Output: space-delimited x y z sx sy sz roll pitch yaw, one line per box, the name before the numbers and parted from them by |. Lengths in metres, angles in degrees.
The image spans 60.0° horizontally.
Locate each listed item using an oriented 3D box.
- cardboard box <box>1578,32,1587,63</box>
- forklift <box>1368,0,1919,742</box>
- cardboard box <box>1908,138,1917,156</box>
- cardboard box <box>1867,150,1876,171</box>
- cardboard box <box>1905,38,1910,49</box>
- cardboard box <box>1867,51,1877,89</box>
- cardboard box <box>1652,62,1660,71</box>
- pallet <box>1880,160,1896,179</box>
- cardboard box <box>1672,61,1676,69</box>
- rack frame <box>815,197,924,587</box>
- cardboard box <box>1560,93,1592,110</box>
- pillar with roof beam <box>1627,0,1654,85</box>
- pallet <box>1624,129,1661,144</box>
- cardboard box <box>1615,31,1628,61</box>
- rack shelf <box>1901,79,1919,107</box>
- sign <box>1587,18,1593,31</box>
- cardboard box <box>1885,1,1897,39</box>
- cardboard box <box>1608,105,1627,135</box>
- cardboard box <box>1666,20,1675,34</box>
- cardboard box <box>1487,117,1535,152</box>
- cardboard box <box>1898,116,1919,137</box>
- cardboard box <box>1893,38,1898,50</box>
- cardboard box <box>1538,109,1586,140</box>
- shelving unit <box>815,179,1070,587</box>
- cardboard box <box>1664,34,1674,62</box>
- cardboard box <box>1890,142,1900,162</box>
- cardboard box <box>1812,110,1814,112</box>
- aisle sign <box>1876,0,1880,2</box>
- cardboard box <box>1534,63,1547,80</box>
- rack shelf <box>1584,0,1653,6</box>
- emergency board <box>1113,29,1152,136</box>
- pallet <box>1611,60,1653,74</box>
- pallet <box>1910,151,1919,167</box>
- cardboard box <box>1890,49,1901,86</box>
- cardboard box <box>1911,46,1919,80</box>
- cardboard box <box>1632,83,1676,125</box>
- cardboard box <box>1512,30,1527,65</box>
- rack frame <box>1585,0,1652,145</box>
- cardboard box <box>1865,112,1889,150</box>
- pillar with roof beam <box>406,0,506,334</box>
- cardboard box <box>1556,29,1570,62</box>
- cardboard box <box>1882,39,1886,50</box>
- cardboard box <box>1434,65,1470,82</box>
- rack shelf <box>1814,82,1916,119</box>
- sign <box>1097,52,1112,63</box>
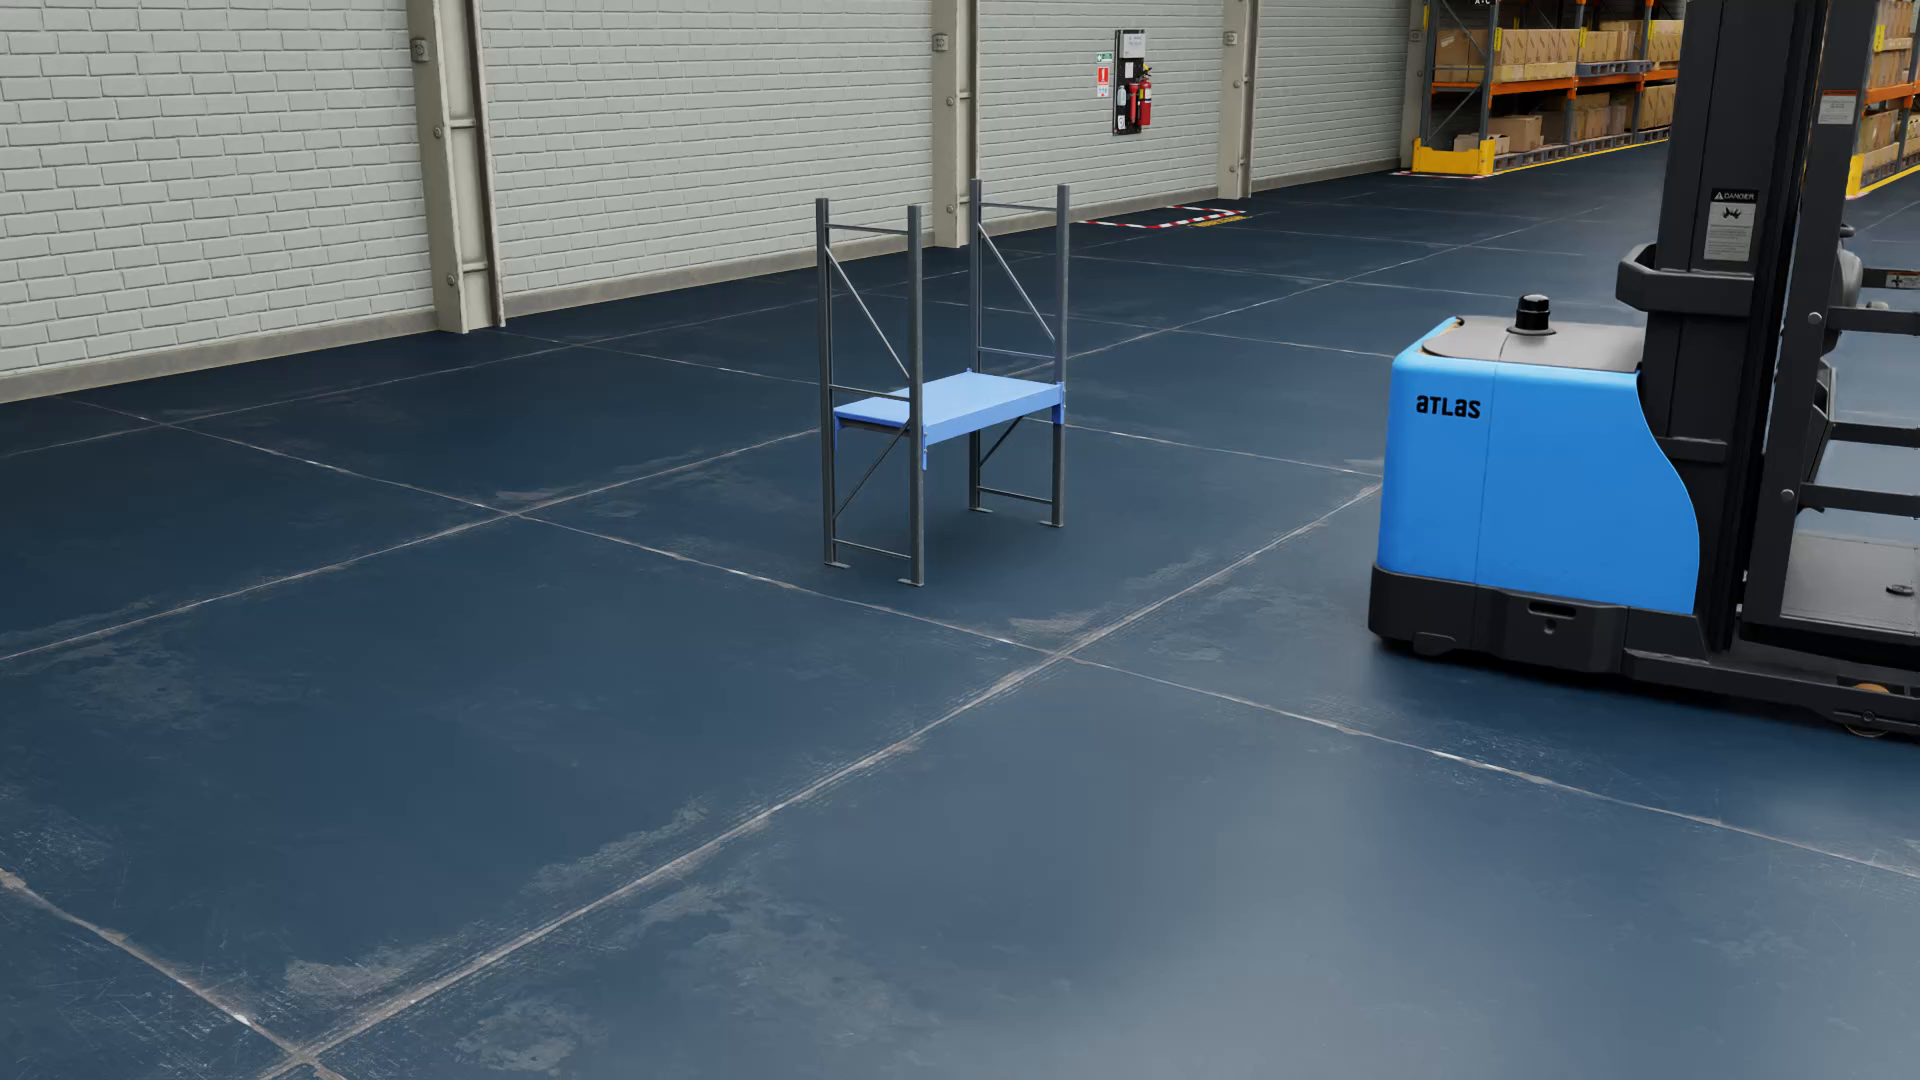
cardboard box | 10.101 -8.298 27.996 0.700 0.500 0.500 12 21 35
forklift | 3.017 -0.931 5.301 3.031 2.935 1.130 9 19 26
cardboard box | 14.496 -6.112 25.794 0.500 0.250 0.500 13 22 36
cardboard box | 12.459 -5.312 23.220 0.500 0.250 0.500 12 21 35
cardboard box | 13.612 -7.247 24.259 0.380 0.149 0.250 12 21 34
cardboard box | 11.965 -6.380 22.563 0.700 0.500 0.500 13 22 36
cardboard box | 12.919 -8.911 31.272 0.380 0.149 0.250 13 22 36
pallet | 13.243 -5.537 24.717 1.003 0.211 1.213 12 21 35
cardboard box | 13.770 -9.294 32.505 0.380 0.149 0.250 12 21 33
rack frame | -0.354 -0.575 6.566 0.500 1.500 0.032 12 21 35
cardboard box | 10.762 -7.708 29.214 0.500 0.250 0.500 12 21 33
pillar with roof beam | 17.717 -12.254 31.531 9.100 9.000 0.400 12 21 35
pallet | 12.684 -7.720 31.748 1.003 0.211 1.213 12 21 35
cardboard box | 11.570 -8.884 29.883 0.700 0.500 0.500 10 20 30
rack shelf | 14.942 -7.183 26.530 1.077 0.370 4.000 12 21 35
sign | 11.706 -9.528 30.915 0.100 0.325 0.005 12 21 35
cardboard box | 12.594 -7.252 23.183 0.700 0.500 0.500 12 21 35
cardboard box | 11.766 -7.713 30.497 0.700 0.500 0.500 13 21 35
cardboard box | 13.245 -9.745 31.600 0.500 0.250 0.500 13 21 35
cardboard box | 8.688 -6.439 26.394 0.700 0.500 0.500 11 20 31
cardboard box | 14.807 -6.502 26.105 0.500 0.311 0.500 12 21 33
cardboard box | 13.003 -7.003 23.475 0.380 0.149 0.250 13 22 36
cardboard box | 10.463 -7.251 29.010 0.700 0.500 0.500 12 21 34
shelving unit | -0.051 -0.696 6.956 0.538 1.500 1.048 12 21 35
cardboard box | 13.264 -9.388 31.714 0.500 0.500 0.500 12 21 34
cardboard box | 13.650 -5.789 24.755 0.500 0.250 0.500 12 21 35
cardboard box | 12.331 -5.883 23.794 0.500 0.500 0.500 12 21 35
aisle sign | 11.574 -7.269 21.211 0.394 0.787 0.004 12 21 35
cardboard box | 8.842 -7.337 26.030 0.500 0.250 0.500 13 21 35
rack shelf | 10.962 -9.490 28.901 1.077 0.370 4.000 12 21 35
emergency board | 2.031 -5.281 19.191 0.194 1.169 0.643 12 21 35
pallet | 11.814 -8.597 30.194 1.213 0.211 1.003 12 21 35
pallet | 14.885 -6.193 26.830 1.003 0.211 1.213 12 21 35
cardboard box | 13.182 -6.864 24.122 0.700 0.500 0.500 12 21 34
cardboard box | 15.147 -7.648 26.646 0.500 0.500 0.500 11 20 32
cardboard box | 13.727 -8.614 32.842 0.750 0.750 0.750 13 22 36
cardboard box | 8.215 -7.445 25.114 0.500 0.500 0.500 12 21 35
rack frame | 12.153 -8.877 30.773 1.000 3.000 0.127 12 21 35
cardboard box | 12.761 -5.788 23.489 0.500 0.500 0.500 12 21 35
pillar with roof beam | -0.159 -5.109 8.521 9.100 9.000 0.400 12 21 35
cardboard box | 9.444 -7.934 26.689 0.500 0.500 0.500 12 21 34
cardboard box | 12.388 -6.757 22.681 0.380 0.149 0.250 12 21 33
cardboard box | 7.510 -7.056 25.125 0.500 0.250 0.500 13 21 35
rack shelf | 12.559 -6.230 23.462 1.077 0.370 4.000 12 21 35
sign | 1.629 -5.437 18.740 0.001 0.109 0.331 12 21 35
